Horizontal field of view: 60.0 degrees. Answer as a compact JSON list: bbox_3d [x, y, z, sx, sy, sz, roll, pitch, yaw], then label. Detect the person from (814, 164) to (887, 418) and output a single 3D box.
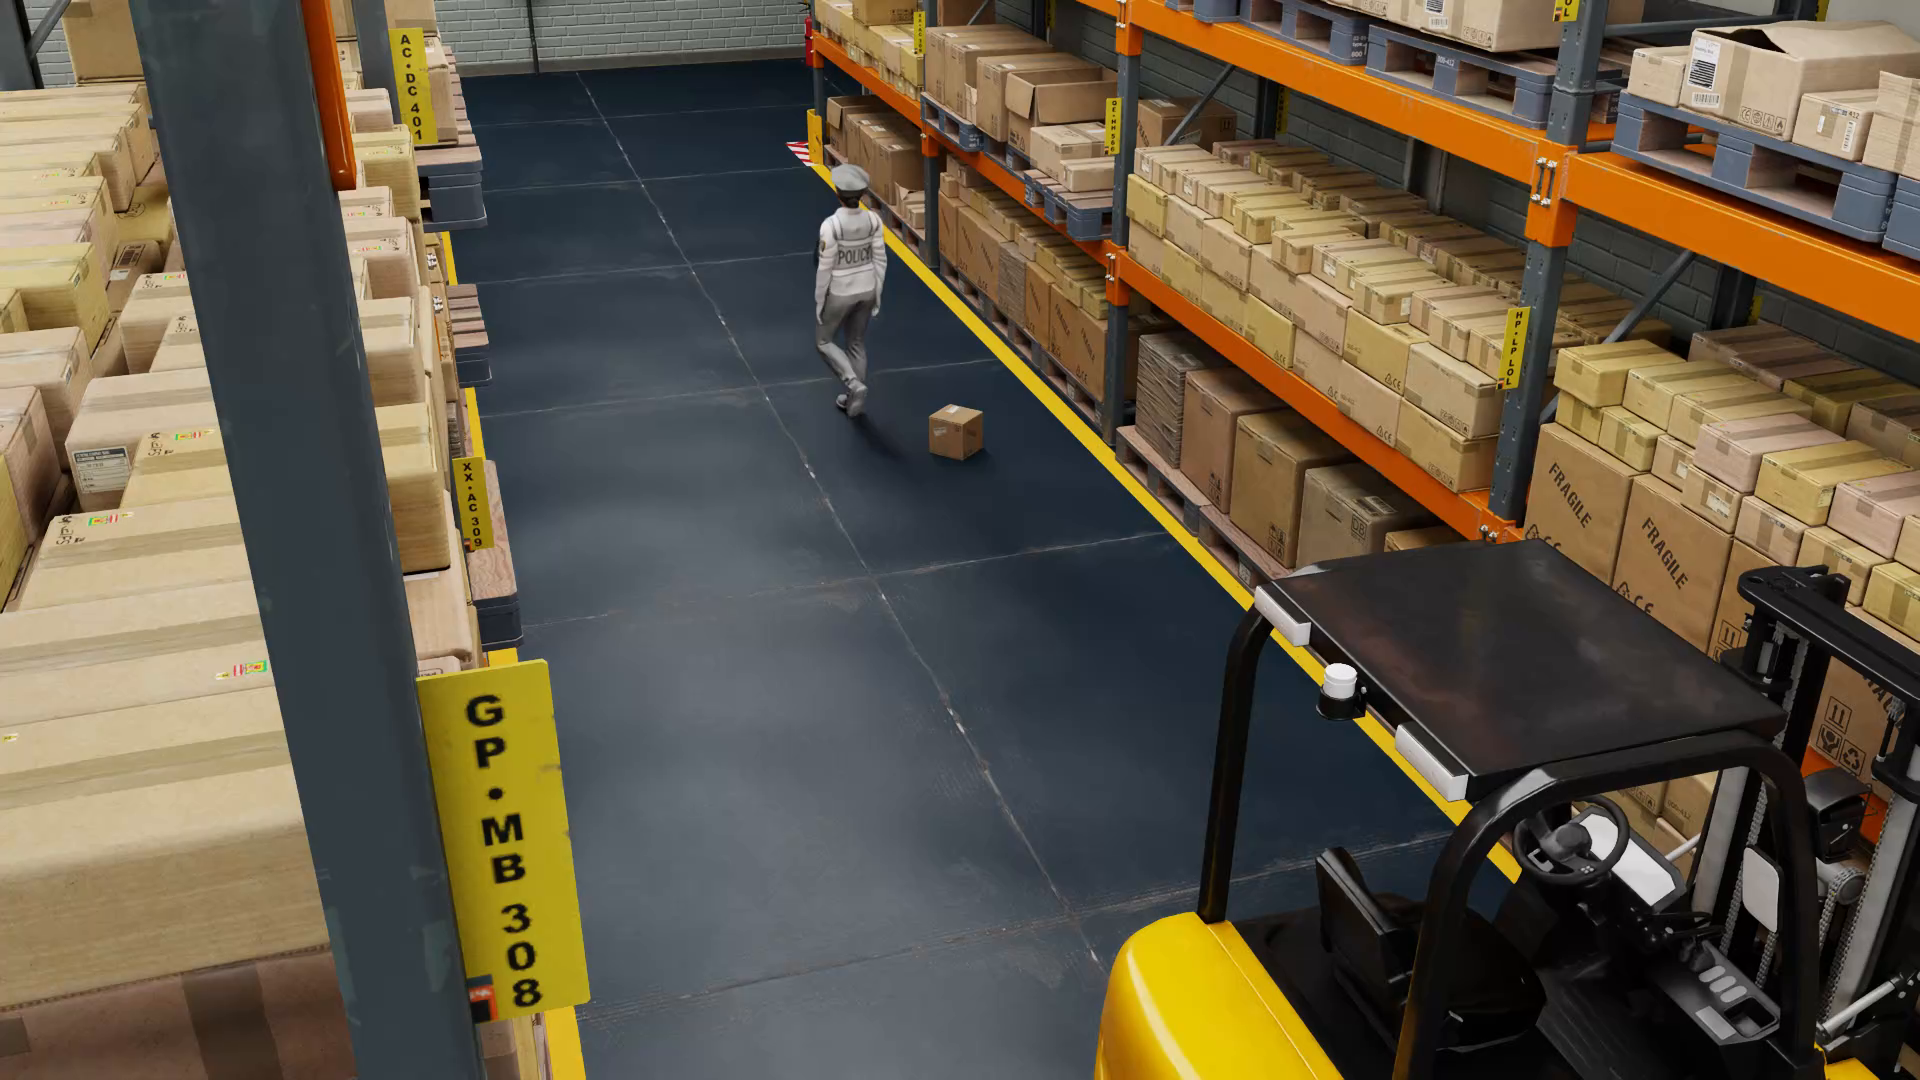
[{"bbox_3d":[-0.700,-1.577,10.703,0.488,1.676,0.551,-17,31,-30],"label":"person"}]
